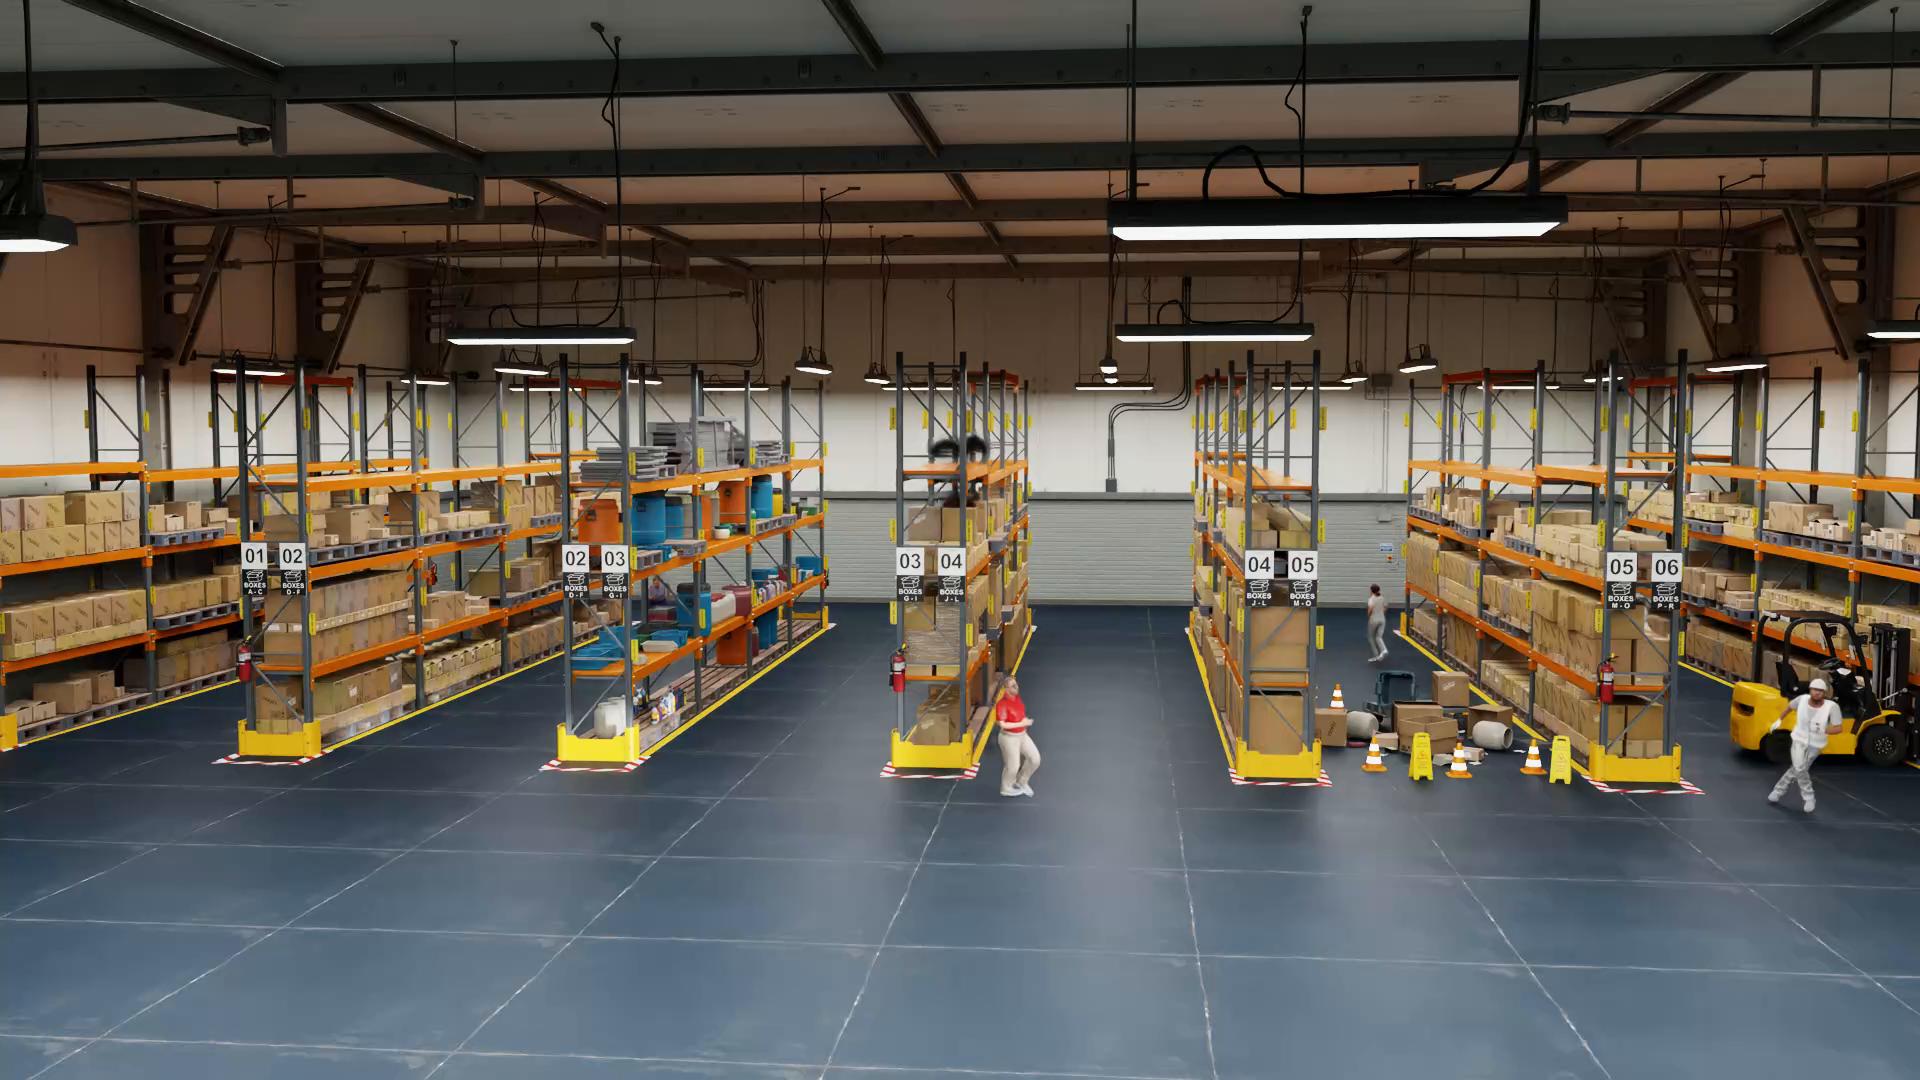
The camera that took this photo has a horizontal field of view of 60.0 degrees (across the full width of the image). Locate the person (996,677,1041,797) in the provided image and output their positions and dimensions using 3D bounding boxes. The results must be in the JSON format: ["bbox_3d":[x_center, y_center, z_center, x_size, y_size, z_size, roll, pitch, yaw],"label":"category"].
[{"bbox_3d":[0.709,2.615,21.924,0.641,1.672,0.785,3,5,37],"label":"person"}]

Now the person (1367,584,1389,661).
[{"bbox_3d":[8.713,1.744,34.504,0.550,1.647,0.760,-1,4,-16],"label":"person"}]

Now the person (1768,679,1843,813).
[{"bbox_3d":[10.894,2.610,21.425,0.804,1.701,0.727,2,4,21],"label":"person"}]

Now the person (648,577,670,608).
[{"bbox_3d":[-7.126,1.538,39.233,0.612,1.389,0.937,-1,4,-18],"label":"person"}]

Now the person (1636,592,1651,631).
[{"bbox_3d":[13.399,1.864,32.806,0.572,1.655,0.949,-1,4,-14],"label":"person"}]
